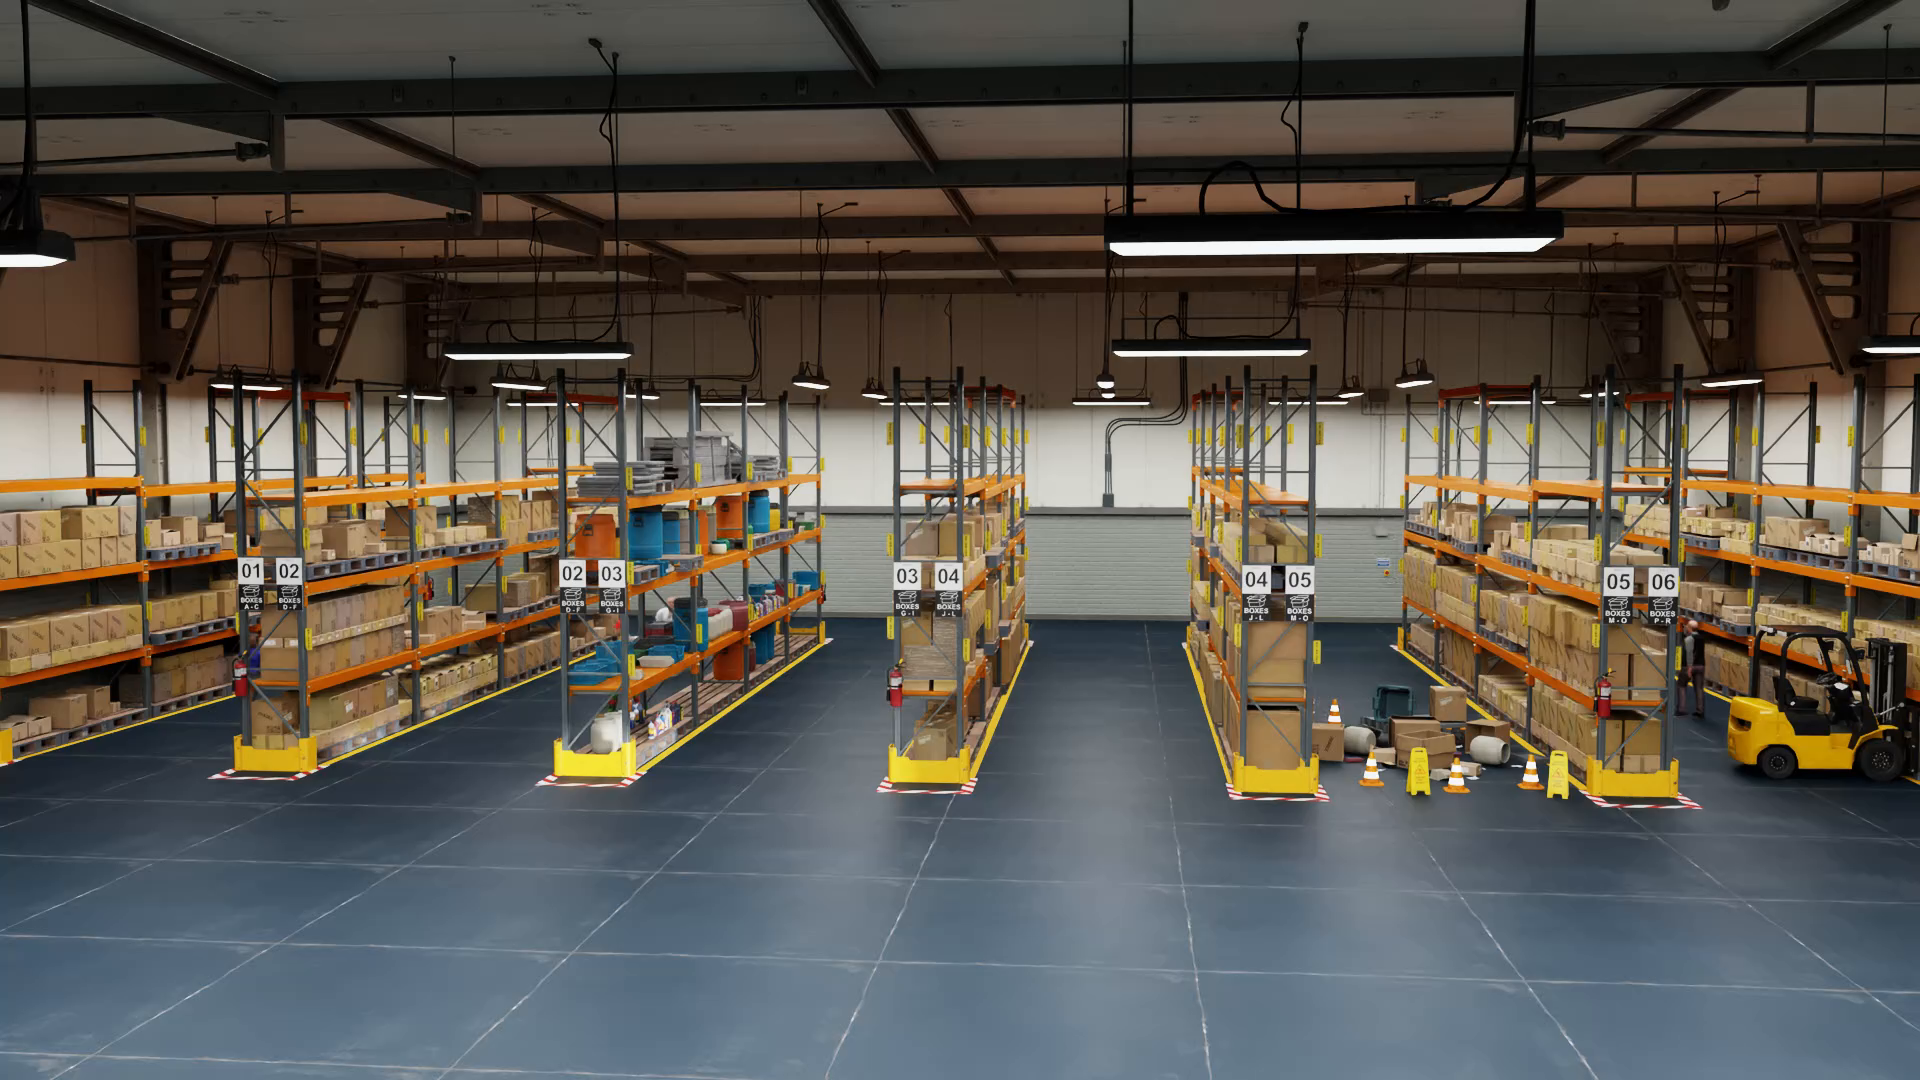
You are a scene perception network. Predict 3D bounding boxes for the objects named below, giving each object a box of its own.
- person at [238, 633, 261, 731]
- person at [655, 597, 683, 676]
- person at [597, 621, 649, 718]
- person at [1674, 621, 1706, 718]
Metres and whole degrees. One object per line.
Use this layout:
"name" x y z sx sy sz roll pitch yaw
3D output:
"person" -12.178 2.424 28.614 0.538 1.650 0.786 0 4 1
"person" -5.996 2.014 34.676 0.677 1.687 0.674 1 4 14
"person" -5.968 2.304 29.543 0.804 1.755 0.593 1 4 14
"person" 13.109 2.321 29.707 0.513 1.746 0.701 0 4 -8
